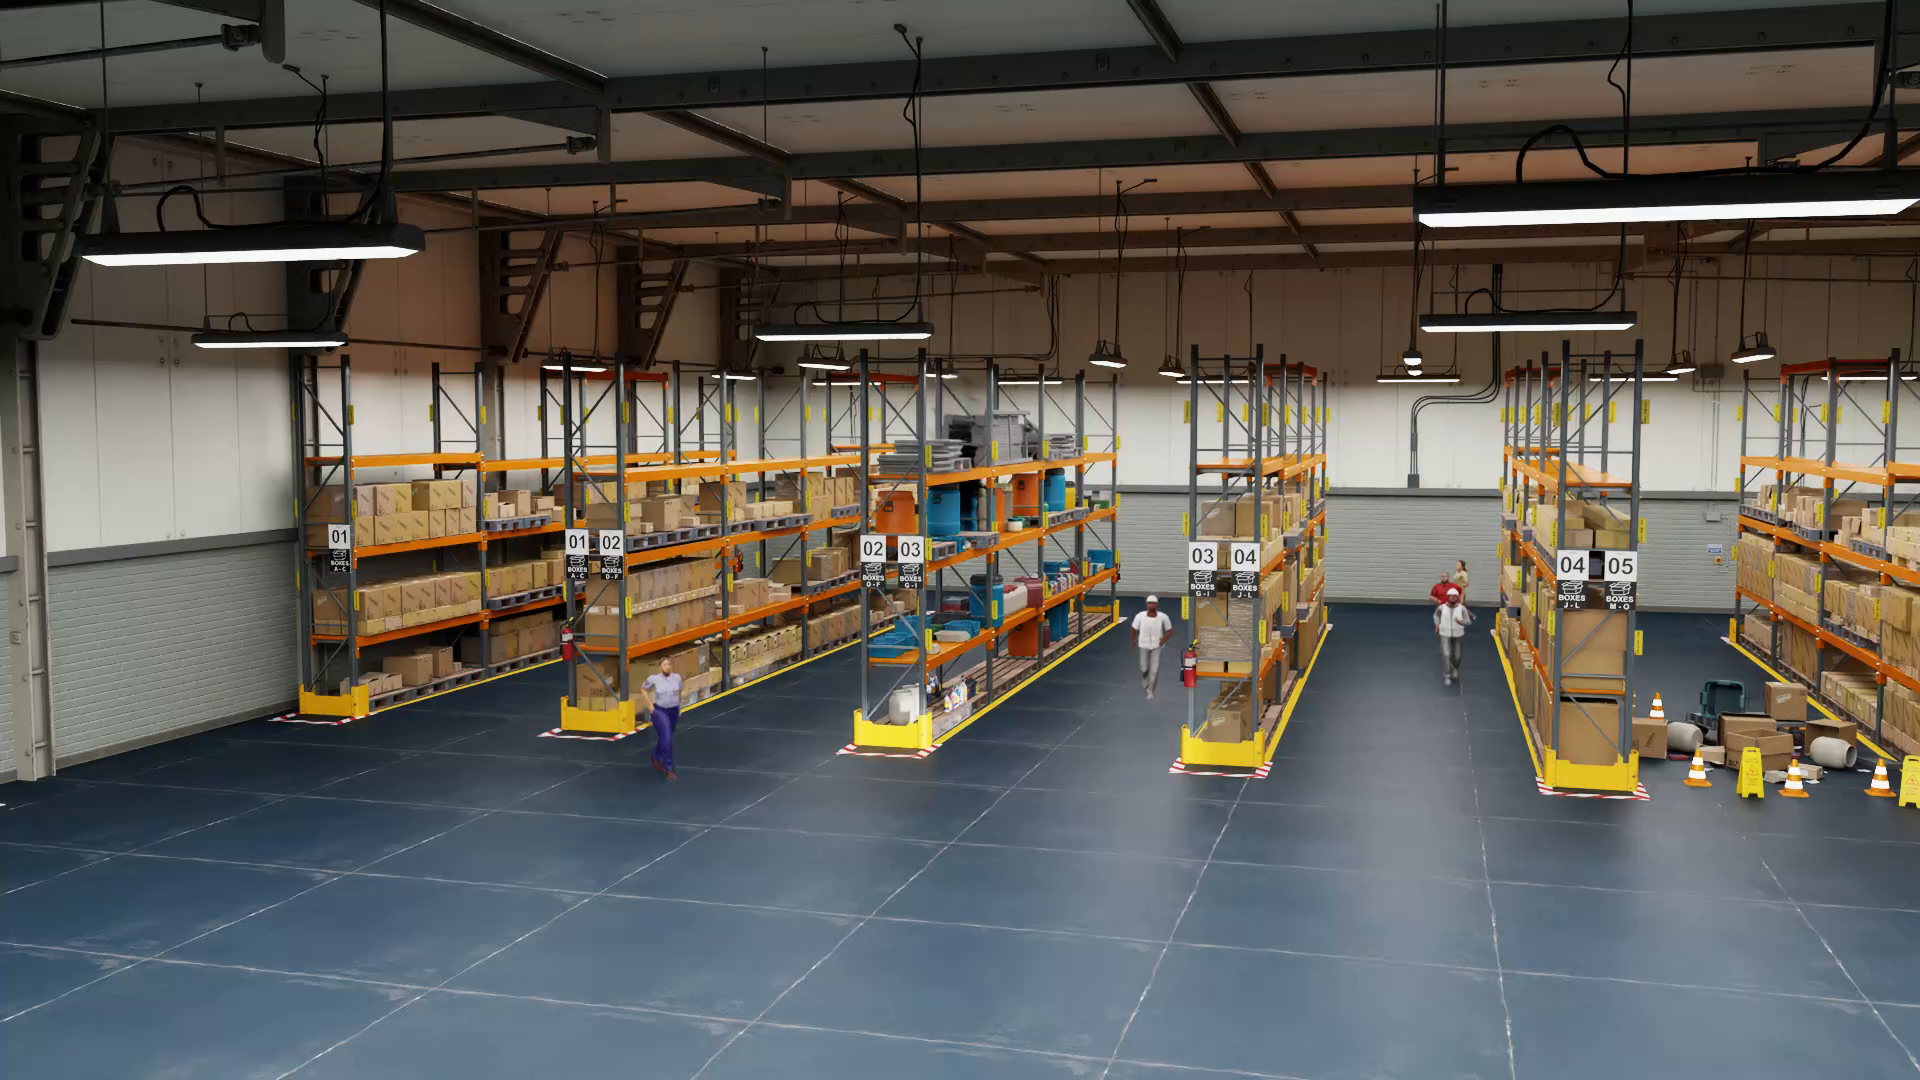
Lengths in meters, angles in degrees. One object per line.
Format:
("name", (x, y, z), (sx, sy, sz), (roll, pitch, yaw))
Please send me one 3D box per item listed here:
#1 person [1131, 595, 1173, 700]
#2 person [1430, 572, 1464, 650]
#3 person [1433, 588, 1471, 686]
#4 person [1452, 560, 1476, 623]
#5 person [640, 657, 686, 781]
("person", (3.179, 1.780, 27.623), (0.701, 1.728, 0.587), (1, 4, 10))
("person", (10.217, 1.556, 34.971), (0.670, 1.765, 0.755), (2, 5, 23))
("person", (9.144, 1.776, 30.926), (0.656, 1.758, 0.970), (1, 4, 14))
("person", (11.711, 1.278, 38.864), (0.877, 1.644, 0.613), (-1, 4, -10))
("person", (-4.086, 2.458, 23.111), (0.582, 1.698, 0.828), (-4, 6, -41))
